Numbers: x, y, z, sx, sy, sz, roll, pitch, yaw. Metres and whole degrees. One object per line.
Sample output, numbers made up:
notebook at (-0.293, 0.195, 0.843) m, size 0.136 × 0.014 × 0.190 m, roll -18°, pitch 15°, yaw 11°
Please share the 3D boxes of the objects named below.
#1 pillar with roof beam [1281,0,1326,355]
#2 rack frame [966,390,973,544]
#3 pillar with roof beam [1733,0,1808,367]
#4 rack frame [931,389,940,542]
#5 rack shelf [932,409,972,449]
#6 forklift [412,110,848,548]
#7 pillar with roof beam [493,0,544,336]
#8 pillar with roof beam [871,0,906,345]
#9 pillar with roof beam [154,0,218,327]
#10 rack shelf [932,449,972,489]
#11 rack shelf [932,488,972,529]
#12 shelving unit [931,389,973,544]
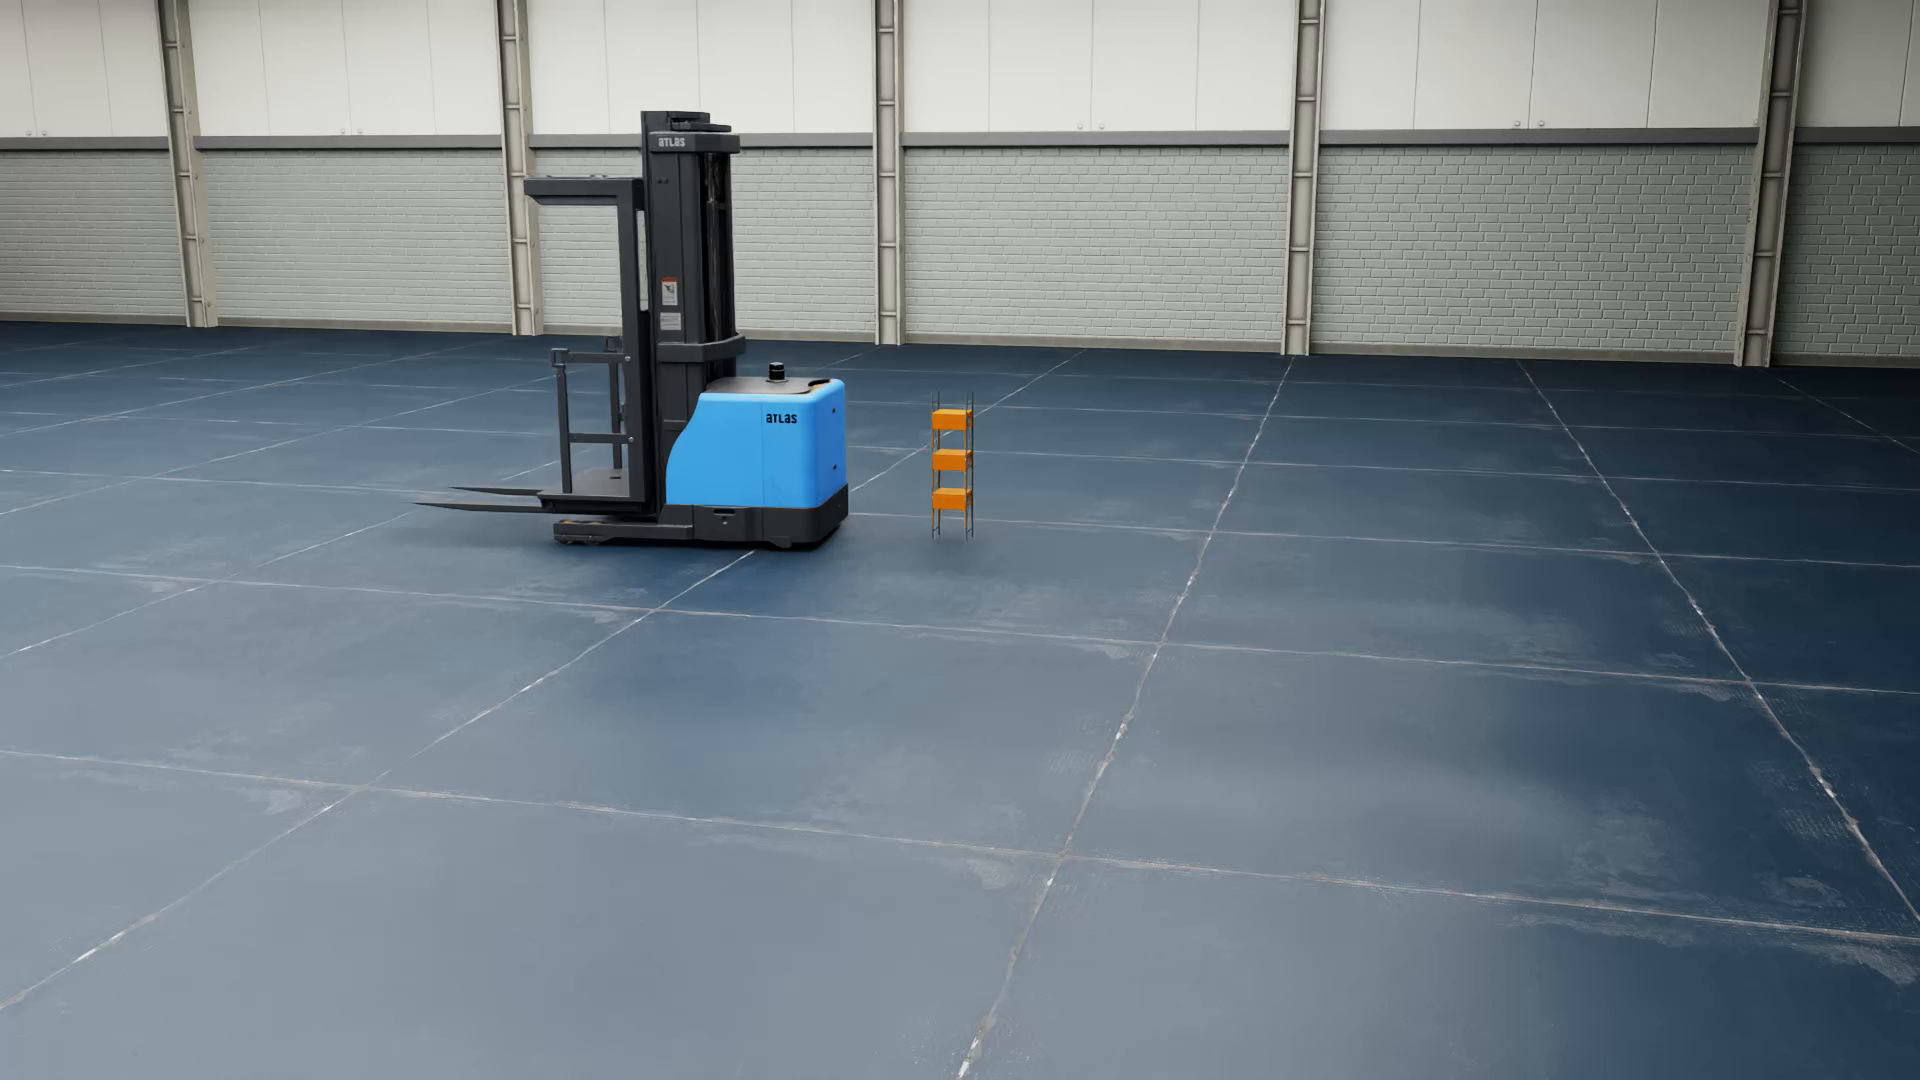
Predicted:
pillar with roof beam at (3.746, -6.140, 18.633) m, size 0.400 × 9.000 × 9.100 m, roll 3°, pitch 13°, yaw 14°
rack frame at (0.067, -0.509, 11.604) m, size 0.008 × 1.050 × 0.200 m, roll 3°, pitch 13°, yaw 14°
pillar with roof beam at (9.571, -5.829, 17.230) m, size 0.400 × 9.000 × 9.100 m, roll 3°, pitch 13°, yaw 14°
rack frame at (-0.170, -0.522, 11.661) m, size 0.008 × 1.050 × 0.200 m, roll 3°, pitch 13°, yaw 14°
rack shelf at (-0.052, -0.782, 11.573) m, size 0.240 × 0.259 × 0.215 m, roll 3°, pitch 13°, yaw 14°
forklift at (-2.383, -1.501, 11.734) m, size 3.031 × 2.935 × 1.130 m, roll 2°, pitch 13°, yaw 9°
pillar with roof beam at (-7.905, -6.763, 21.440) m, size 0.400 × 9.000 × 9.100 m, roll 3°, pitch 13°, yaw 14°
pillar with roof beam at (-2.079, -6.451, 20.036) m, size 0.400 × 9.000 × 9.100 m, roll 3°, pitch 13°, yaw 14°
pillar with roof beam at (-13.730, -7.074, 22.843) m, size 0.400 × 9.000 × 9.100 m, roll 3°, pitch 13°, yaw 14°
rack shelf at (-0.052, -0.505, 11.635) m, size 0.240 × 0.259 × 0.215 m, roll 3°, pitch 13°, yaw 14°
rack shelf at (-0.052, -0.234, 11.695) m, size 0.240 × 0.259 × 0.215 m, roll 3°, pitch 13°, yaw 14°
shelving unit at (-0.052, -0.515, 11.633) m, size 0.252 × 1.050 × 0.215 m, roll 3°, pitch 13°, yaw 14°
